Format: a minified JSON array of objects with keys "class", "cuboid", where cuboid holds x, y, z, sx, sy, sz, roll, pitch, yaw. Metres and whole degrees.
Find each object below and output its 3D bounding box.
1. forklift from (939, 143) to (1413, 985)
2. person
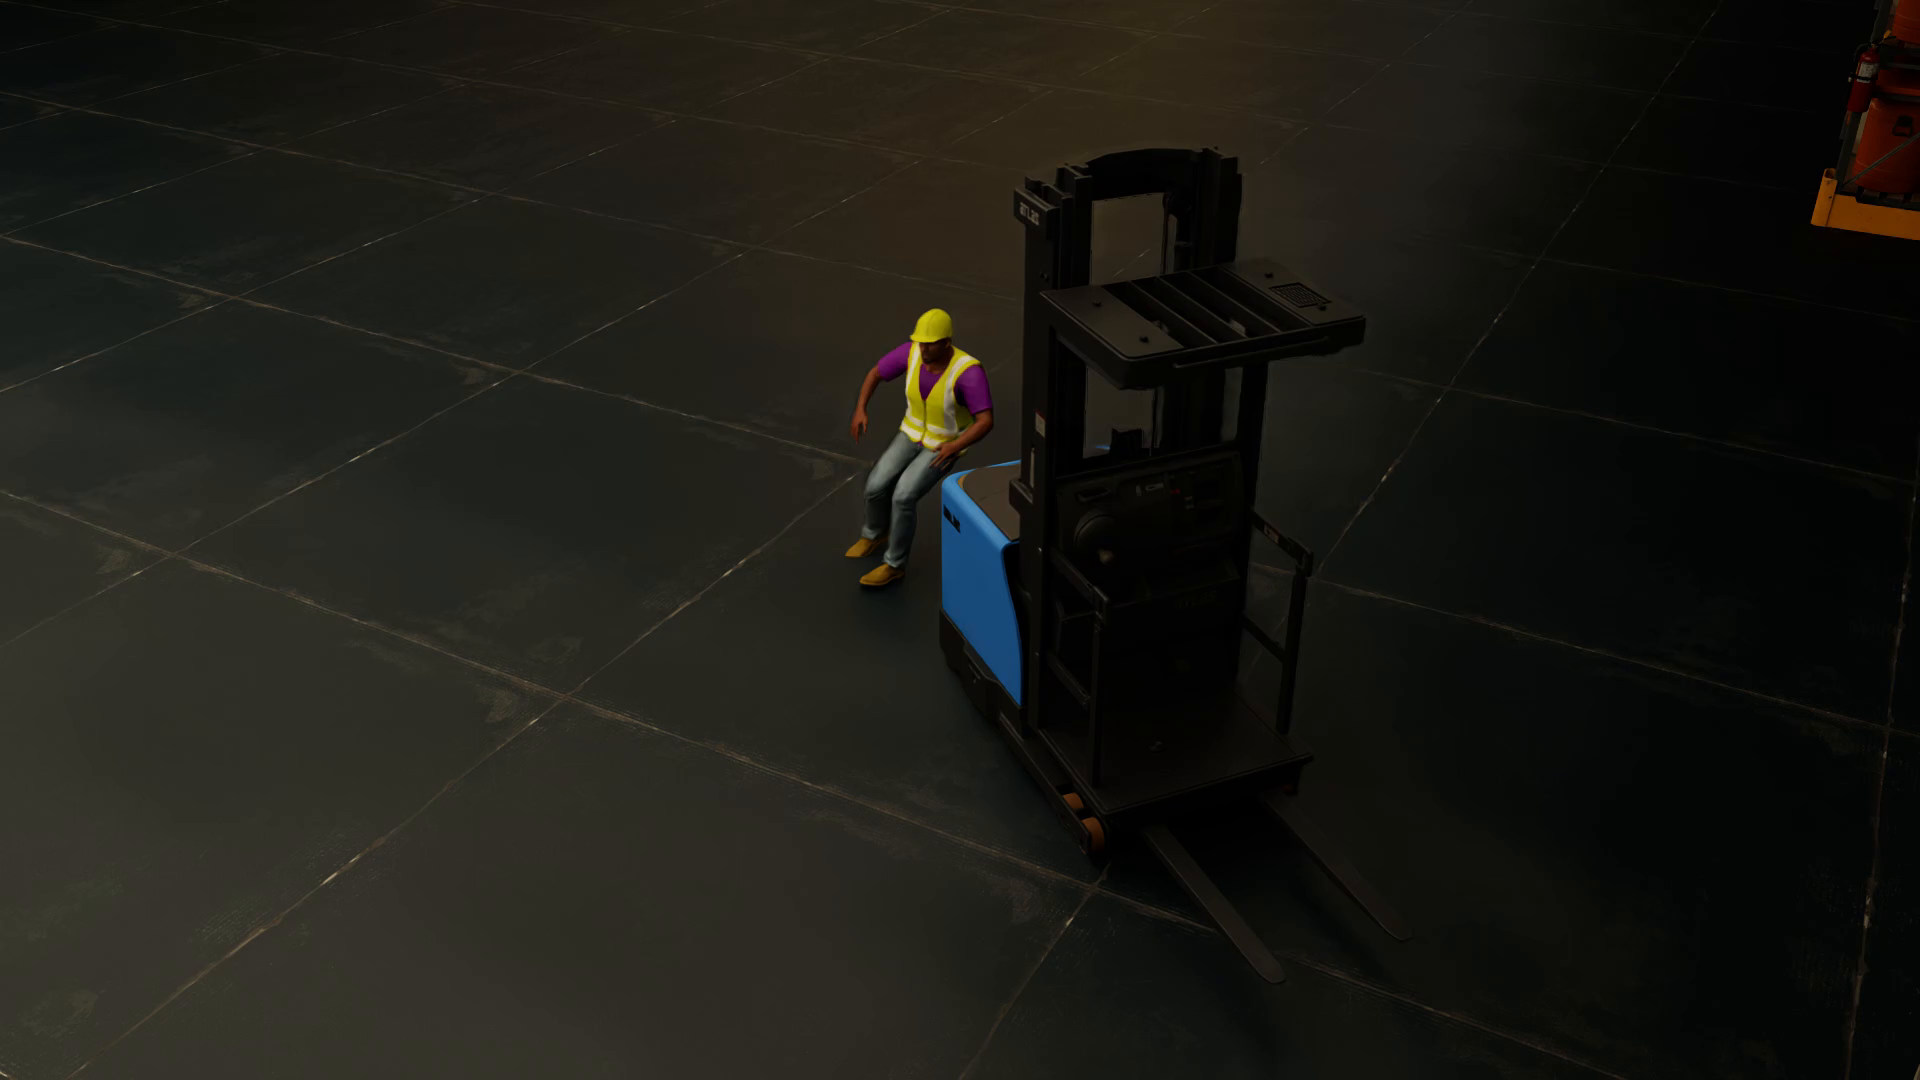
[{"class":"forklift","cuboid":[0.938,-0.091,7.228,1.130,2.935,3.031,-12,32,-20]},{"class":"person","cuboid":[-0.271,-0.518,9.424,0.865,1.540,0.879,15,33,24]}]
